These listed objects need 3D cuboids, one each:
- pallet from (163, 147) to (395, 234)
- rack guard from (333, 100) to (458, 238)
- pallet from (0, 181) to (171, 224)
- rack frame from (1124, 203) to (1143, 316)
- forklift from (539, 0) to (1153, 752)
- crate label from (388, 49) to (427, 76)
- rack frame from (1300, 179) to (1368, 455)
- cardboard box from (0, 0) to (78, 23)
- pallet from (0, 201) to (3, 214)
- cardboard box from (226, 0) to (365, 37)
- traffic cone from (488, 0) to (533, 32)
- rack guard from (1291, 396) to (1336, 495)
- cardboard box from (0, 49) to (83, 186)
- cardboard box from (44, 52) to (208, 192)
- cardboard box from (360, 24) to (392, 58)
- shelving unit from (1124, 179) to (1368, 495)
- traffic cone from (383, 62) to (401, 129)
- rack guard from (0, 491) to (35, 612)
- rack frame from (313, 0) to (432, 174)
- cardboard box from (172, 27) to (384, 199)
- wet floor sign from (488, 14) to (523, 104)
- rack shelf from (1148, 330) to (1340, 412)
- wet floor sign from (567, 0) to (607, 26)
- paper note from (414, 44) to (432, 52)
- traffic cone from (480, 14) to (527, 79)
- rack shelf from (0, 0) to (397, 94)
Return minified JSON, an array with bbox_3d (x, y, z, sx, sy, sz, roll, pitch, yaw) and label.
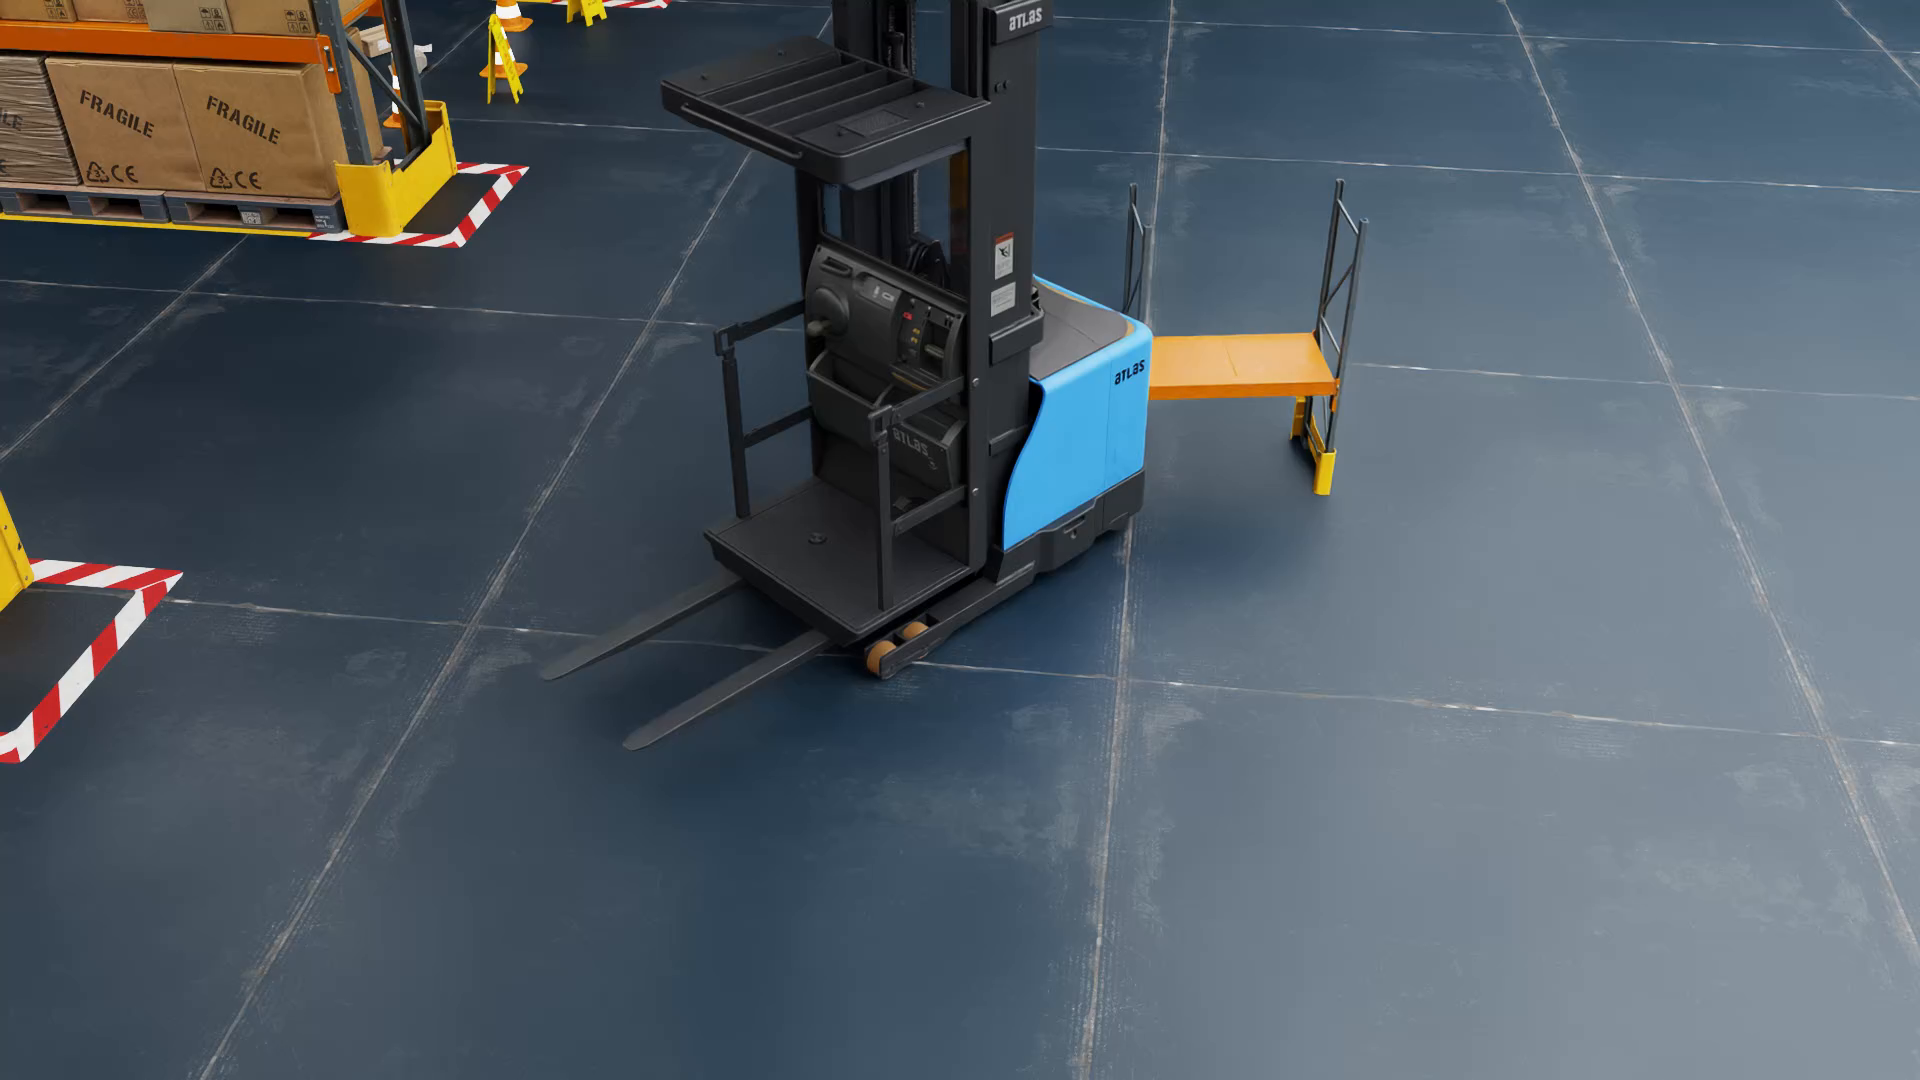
[{"bbox_3d":[-4.679,-2.460,11.515,1.213,0.211,1.003,4,36,6],"label":"pallet"},{"bbox_3d":[-3.852,-2.562,11.409,0.348,0.500,1.175,4,36,6],"label":"rack guard"},{"bbox_3d":[-5.885,-2.552,11.644,1.213,0.211,1.003,4,36,6],"label":"pallet"},{"bbox_3d":[0.858,-0.983,8.336,0.013,1.308,0.475,-2,36,-3],"label":"rack frame"},{"bbox_3d":[-0.480,-0.918,7.013,3.031,2.935,1.130,-30,45,-35],"label":"forklift"},{"bbox_3d":[-4.528,-3.922,13.627,0.298,0.136,0.250,-14,38,-18],"label":"crate label"},{"bbox_3d":[1.874,-1.014,8.380,0.032,1.500,0.500,-2,36,-3],"label":"rack frame"},{"bbox_3d":[-5.868,-3.801,10.864,0.500,0.550,0.875,4,36,6],"label":"cardboard box"},{"bbox_3d":[-7.099,-2.640,11.768,1.213,0.211,1.003,4,36,6],"label":"pallet"},{"bbox_3d":[-4.249,-3.643,10.644,0.550,0.550,0.875,4,36,6],"label":"cardboard box"},{"bbox_3d":[-3.936,-4.696,14.432,0.334,0.463,0.336,4,36,6],"label":"traffic cone"},{"bbox_3d":[1.854,-0.505,8.743,0.087,0.250,0.587,-2,36,-3],"label":"rack guard"},{"bbox_3d":[-6.334,-3.032,11.383,0.875,0.875,0.875,5,36,6],"label":"cardboard box"},{"bbox_3d":[-5.430,-2.963,11.287,0.875,0.875,0.875,4,36,5],"label":"cardboard box"},{"bbox_3d":[-4.902,-4.213,14.025,0.250,0.149,0.380,24,42,30],"label":"cardboard box"},{"bbox_3d":[1.357,-0.998,8.357,1.083,1.500,0.587,-2,36,-3],"label":"shelving unit"},{"bbox_3d":[-4.222,-3.406,12.624,0.334,0.463,0.336,4,36,6],"label":"traffic cone"},{"bbox_3d":[-4.683,0.281,7.425,0.348,0.500,1.175,4,36,6],"label":"rack guard"},{"bbox_3d":[-3.876,-3.581,10.685,0.127,3.000,1.000,4,36,6],"label":"rack frame"},{"bbox_3d":[-4.557,-2.899,11.197,0.875,0.875,0.875,4,36,6],"label":"cardboard box"},{"bbox_3d":[-3.595,-3.761,12.965,0.232,0.644,0.267,-2,36,-2],"label":"wet floor sign"},{"bbox_3d":[1.366,-0.852,8.462,1.000,0.185,0.538,-2,36,-3],"label":"rack shelf"},{"bbox_3d":[-3.293,-4.852,14.492,0.232,0.644,0.267,17,39,22],"label":"wet floor sign"},{"bbox_3d":[-4.537,-4.155,14.046,0.142,0.019,0.148,-7,36,-10],"label":"paper note"},{"bbox_3d":[-3.740,-4.032,13.501,0.334,0.463,0.336,4,36,6],"label":"traffic cone"},{"bbox_3d":[-5.859,-3.436,11.102,4.000,0.370,1.077,4,36,6],"label":"rack shelf"}]
